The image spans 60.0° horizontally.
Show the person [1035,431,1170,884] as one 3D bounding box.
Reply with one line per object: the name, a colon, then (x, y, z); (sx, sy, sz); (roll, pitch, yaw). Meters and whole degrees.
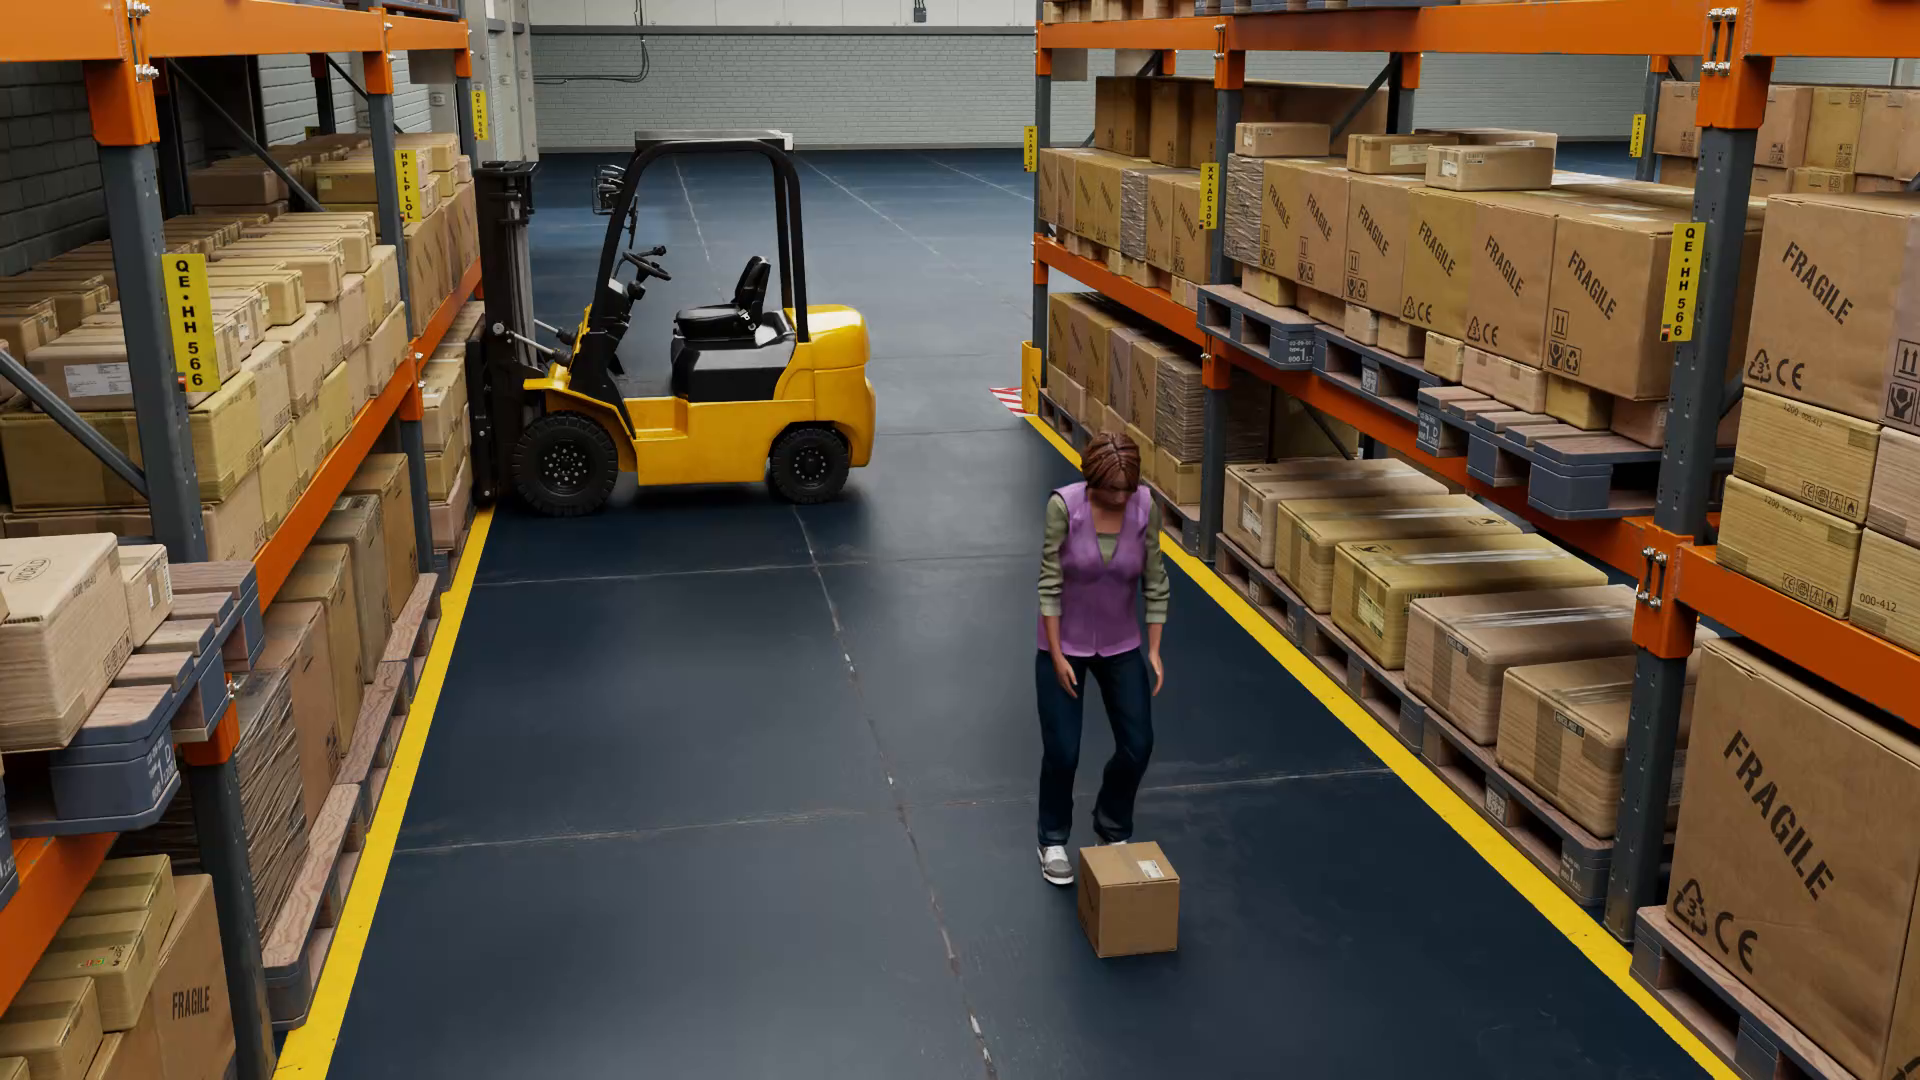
person: (0.458, 0.443, 5.442); (0.433, 1.396, 0.417); (-3, 17, -9)
